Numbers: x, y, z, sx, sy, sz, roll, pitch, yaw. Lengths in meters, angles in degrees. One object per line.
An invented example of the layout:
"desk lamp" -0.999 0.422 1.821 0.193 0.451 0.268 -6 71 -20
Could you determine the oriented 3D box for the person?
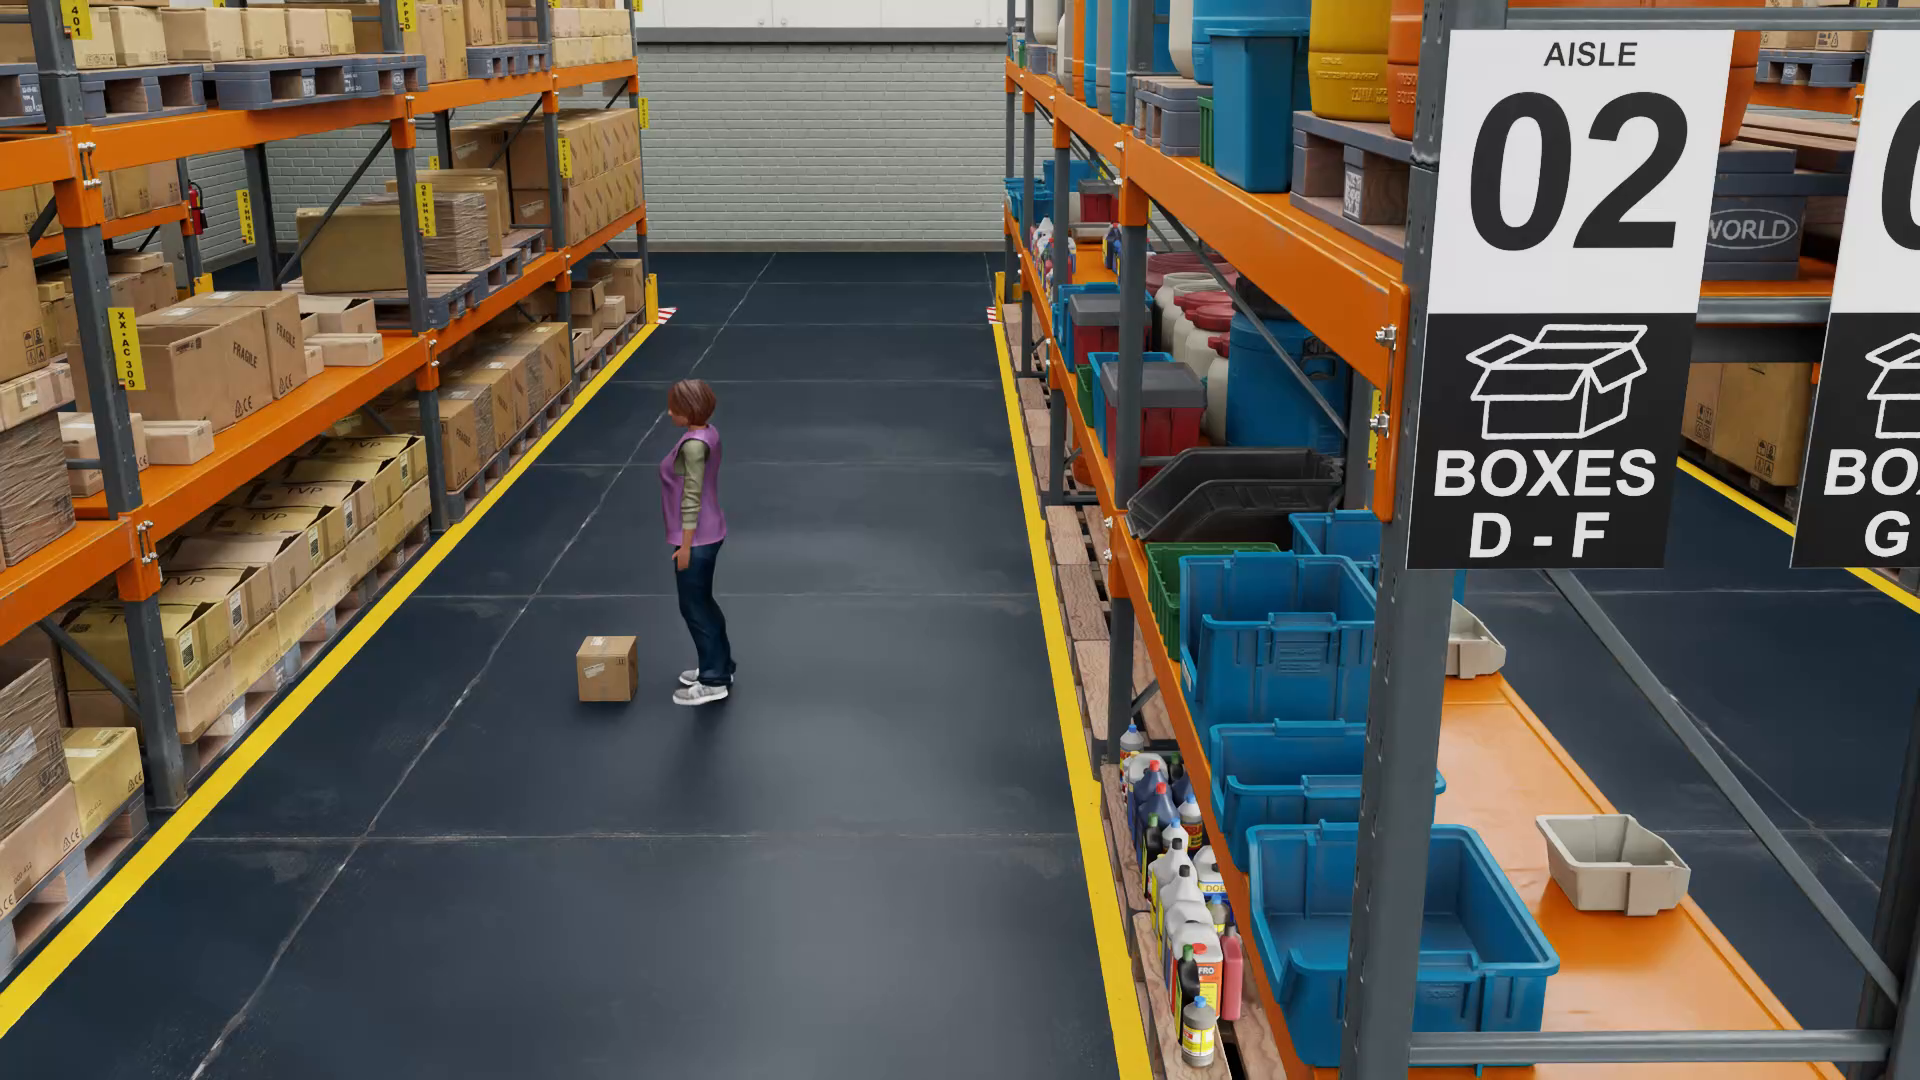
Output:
"person" -1.276 0.013 8.061 0.306 1.587 0.406 0 17 0
